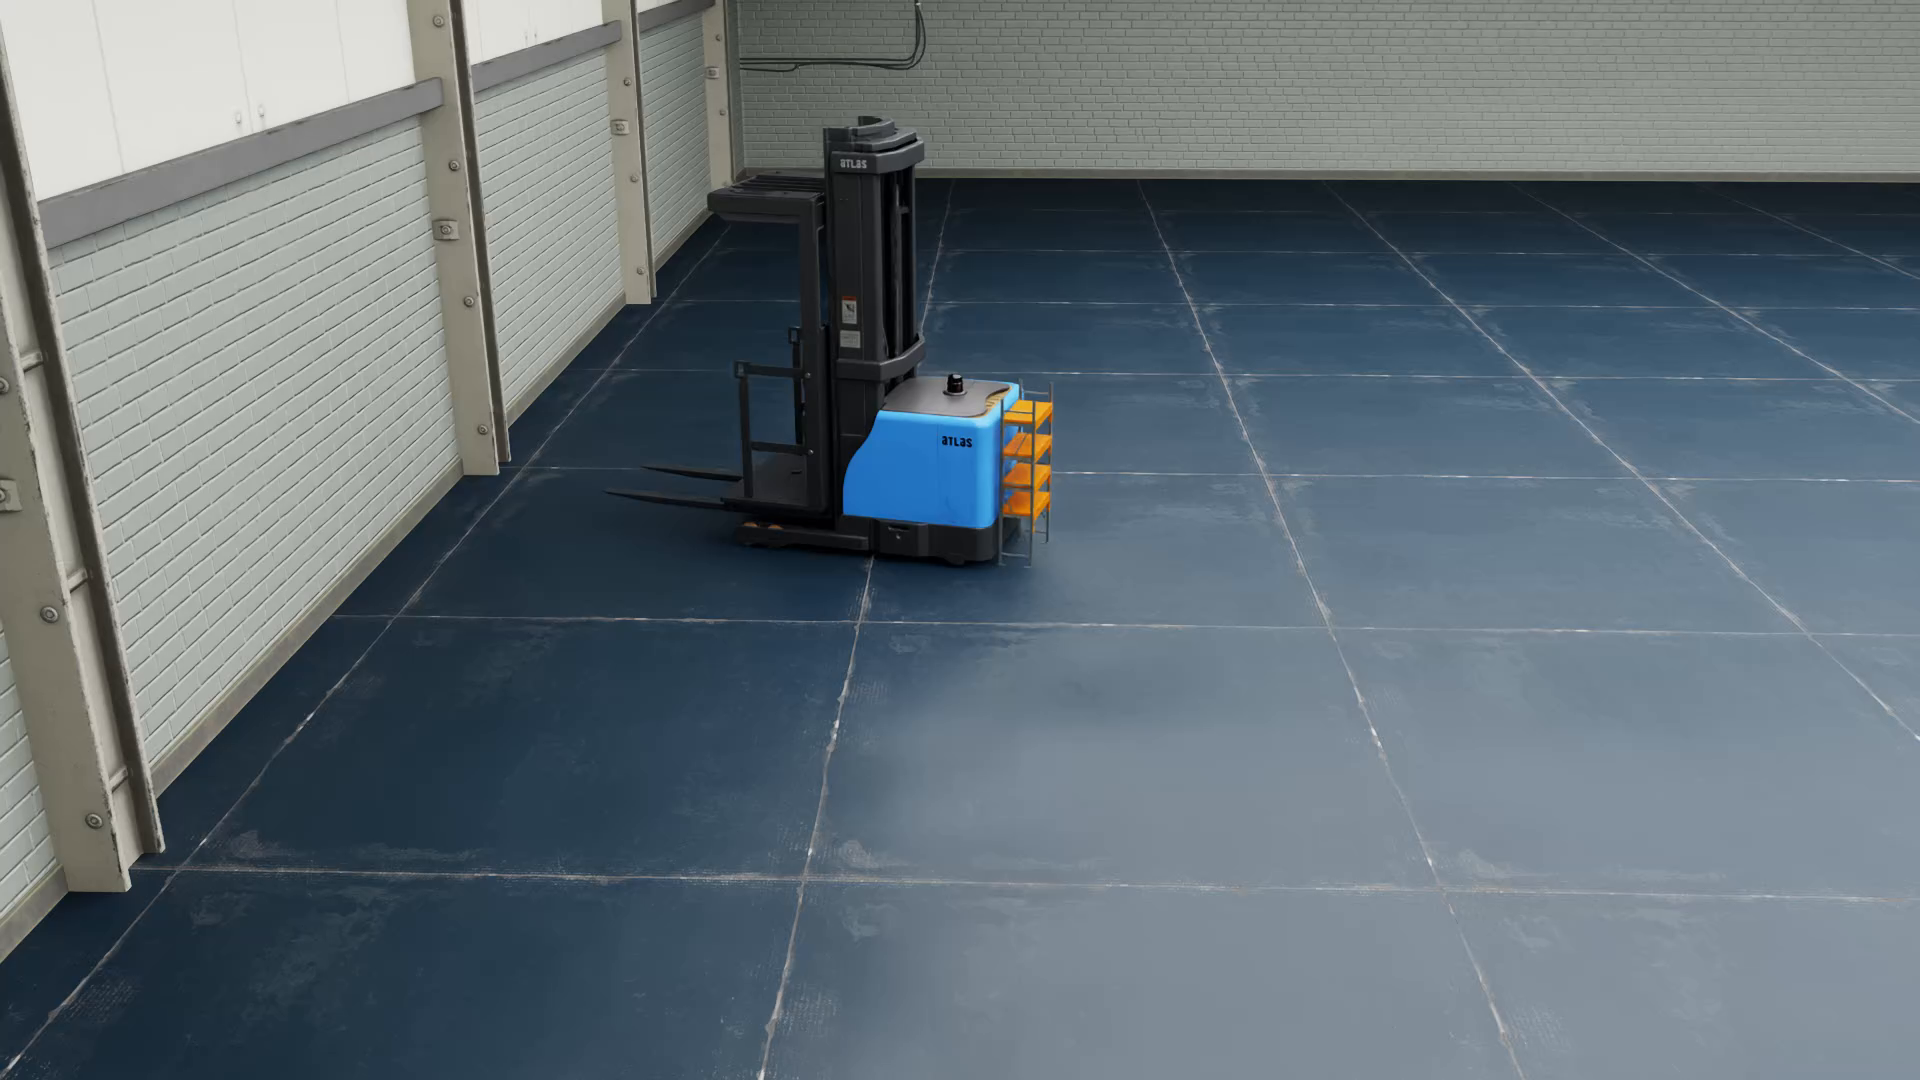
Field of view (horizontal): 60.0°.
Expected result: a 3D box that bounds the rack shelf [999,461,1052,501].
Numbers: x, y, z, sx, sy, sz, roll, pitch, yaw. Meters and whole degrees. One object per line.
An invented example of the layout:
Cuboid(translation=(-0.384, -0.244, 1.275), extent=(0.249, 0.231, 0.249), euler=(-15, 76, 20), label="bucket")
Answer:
Cuboid(translation=(0.456, -0.397, 11.577), extent=(0.258, 0.148, 0.480), euler=(6, 22, 15), label="rack shelf")

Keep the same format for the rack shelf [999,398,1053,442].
Cuboid(translation=(0.458, -0.825, 11.410), extent=(0.258, 0.148, 0.480), euler=(6, 22, 15), label="rack shelf")

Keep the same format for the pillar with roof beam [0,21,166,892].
Cuboid(translation=(0.252, -2.574, 6.221), extent=(9.100, 9.000, 0.400), euler=(1, 21, 2), label="pillar with roof beam")

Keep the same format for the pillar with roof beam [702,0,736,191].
Cuboid(translation=(0.799, -9.082, 22.995), extent=(9.100, 9.000, 0.400), euler=(1, 21, 2), label="pillar with roof beam")

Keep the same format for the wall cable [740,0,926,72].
Cuboid(translation=(-2.092, -8.732, 26.386), extent=(3.097, 2.526, 0.112), euler=(1, 21, 2), label="wall cable")

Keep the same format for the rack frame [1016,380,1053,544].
Cuboid(translation=(0.526, -0.544, 11.770), extent=(0.240, 1.200, 0.015), euler=(6, 22, 15), label="rack frame")

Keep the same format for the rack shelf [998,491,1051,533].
Cuboid(translation=(0.456, -0.212, 11.649), extent=(0.258, 0.148, 0.480), euler=(6, 22, 15), label="rack shelf")

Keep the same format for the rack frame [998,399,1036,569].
Cuboid(translation=(0.387, -0.375, 11.334), extent=(0.240, 1.200, 0.015), euler=(6, 22, 15), label="rack frame")

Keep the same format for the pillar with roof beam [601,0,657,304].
Cuboid(translation=(0.617, -6.912, 17.404), extent=(9.100, 9.000, 0.400), euler=(1, 21, 2), label="pillar with roof beam")

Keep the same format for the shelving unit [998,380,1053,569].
Cuboid(translation=(0.457, -0.459, 11.552), extent=(0.258, 1.200, 0.503), euler=(6, 22, 15), label="shelving unit")

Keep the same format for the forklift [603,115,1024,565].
Cuboid(translation=(-1.104, -1.479, 11.790), extent=(3.031, 2.935, 1.130), euler=(6, 22, 15), label="forklift")

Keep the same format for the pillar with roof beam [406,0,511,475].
Cuboid(translation=(0.434, -4.743, 11.813), extent=(9.100, 9.000, 0.400), euler=(1, 21, 2), label="pillar with roof beam")

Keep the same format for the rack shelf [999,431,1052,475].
Cuboid(translation=(0.457, -0.605, 11.496), extent=(0.258, 0.148, 0.480), euler=(6, 22, 15), label="rack shelf")
